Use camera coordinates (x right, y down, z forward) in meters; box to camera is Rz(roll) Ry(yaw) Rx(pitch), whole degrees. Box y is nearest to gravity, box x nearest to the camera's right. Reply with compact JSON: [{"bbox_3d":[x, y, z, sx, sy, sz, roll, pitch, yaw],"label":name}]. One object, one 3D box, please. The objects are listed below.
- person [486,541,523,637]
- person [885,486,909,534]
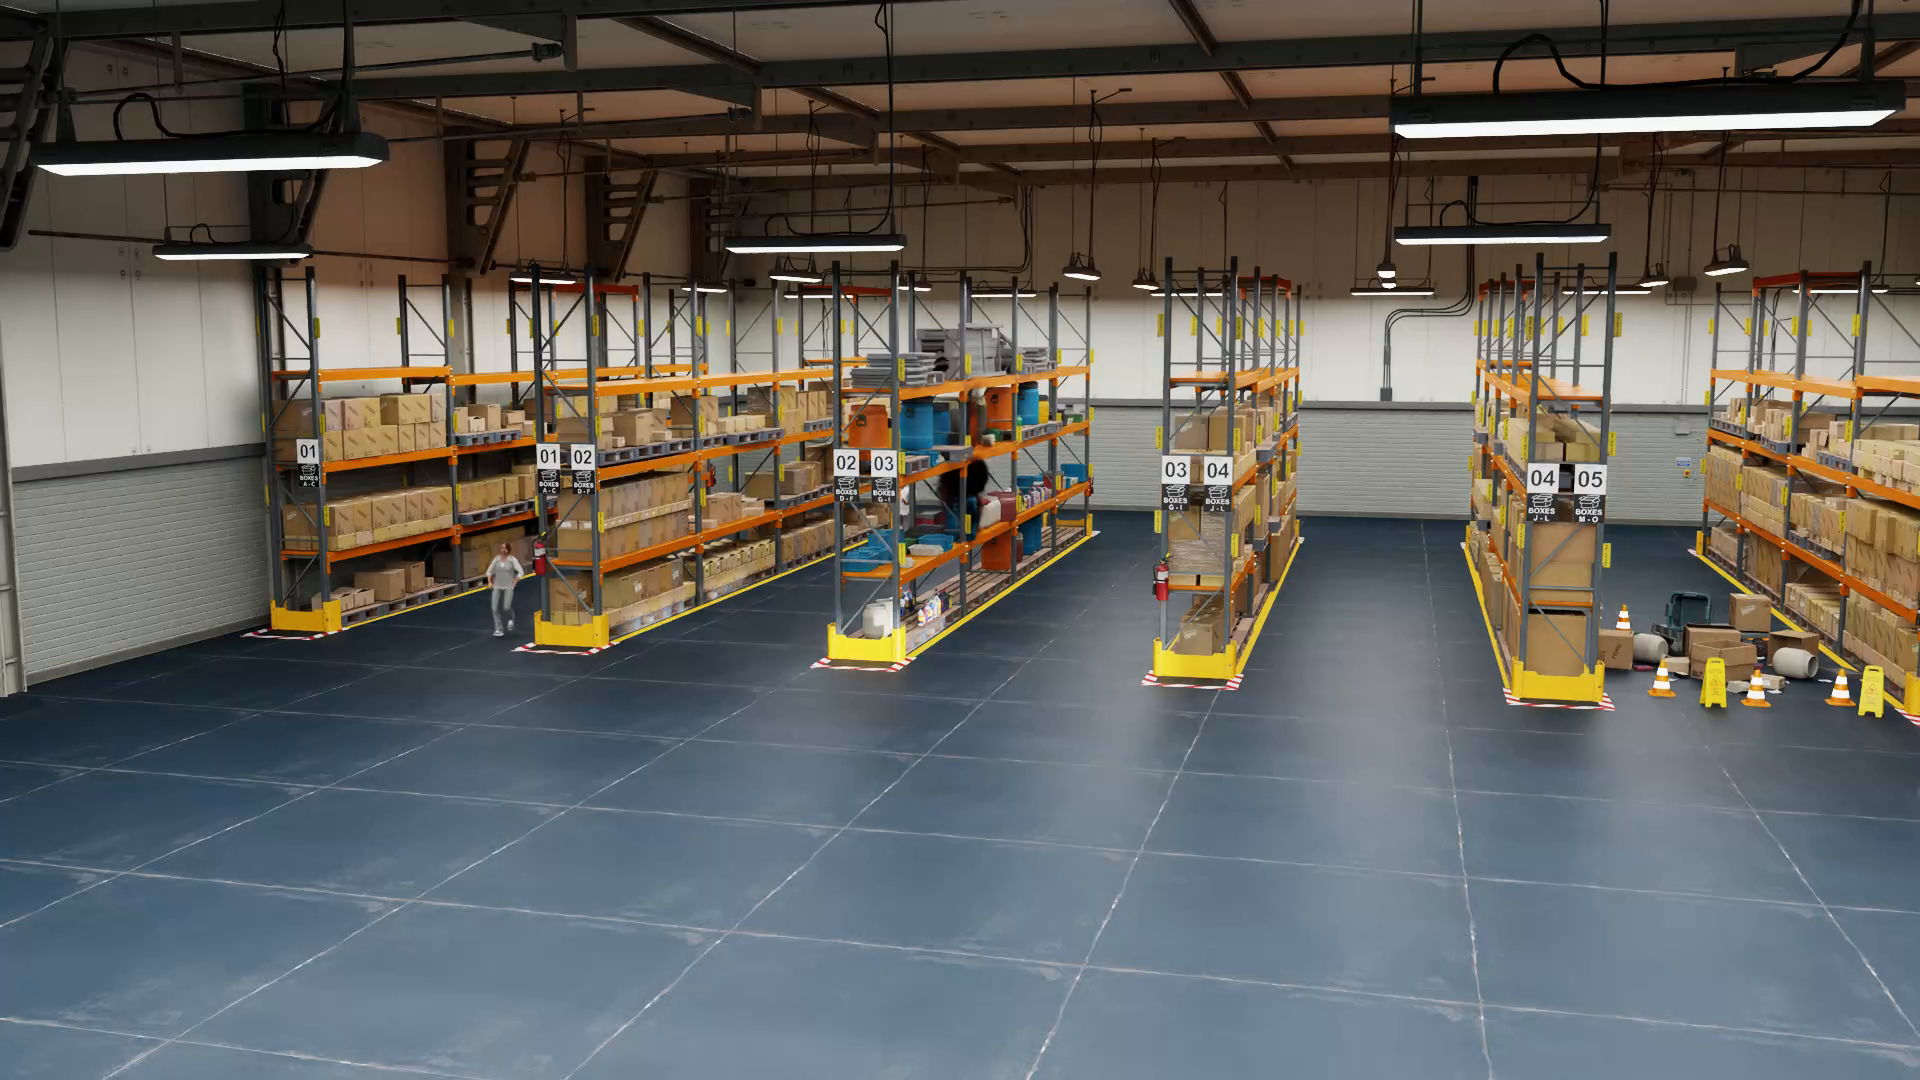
[{"bbox_3d":[-7.462,0.800,27.177,0.605,1.548,0.468,1,7,4],"label":"person"},{"bbox_3d":[-1.330,-0.584,36.994,0.707,1.745,0.987,1,7,10],"label":"person"}]
